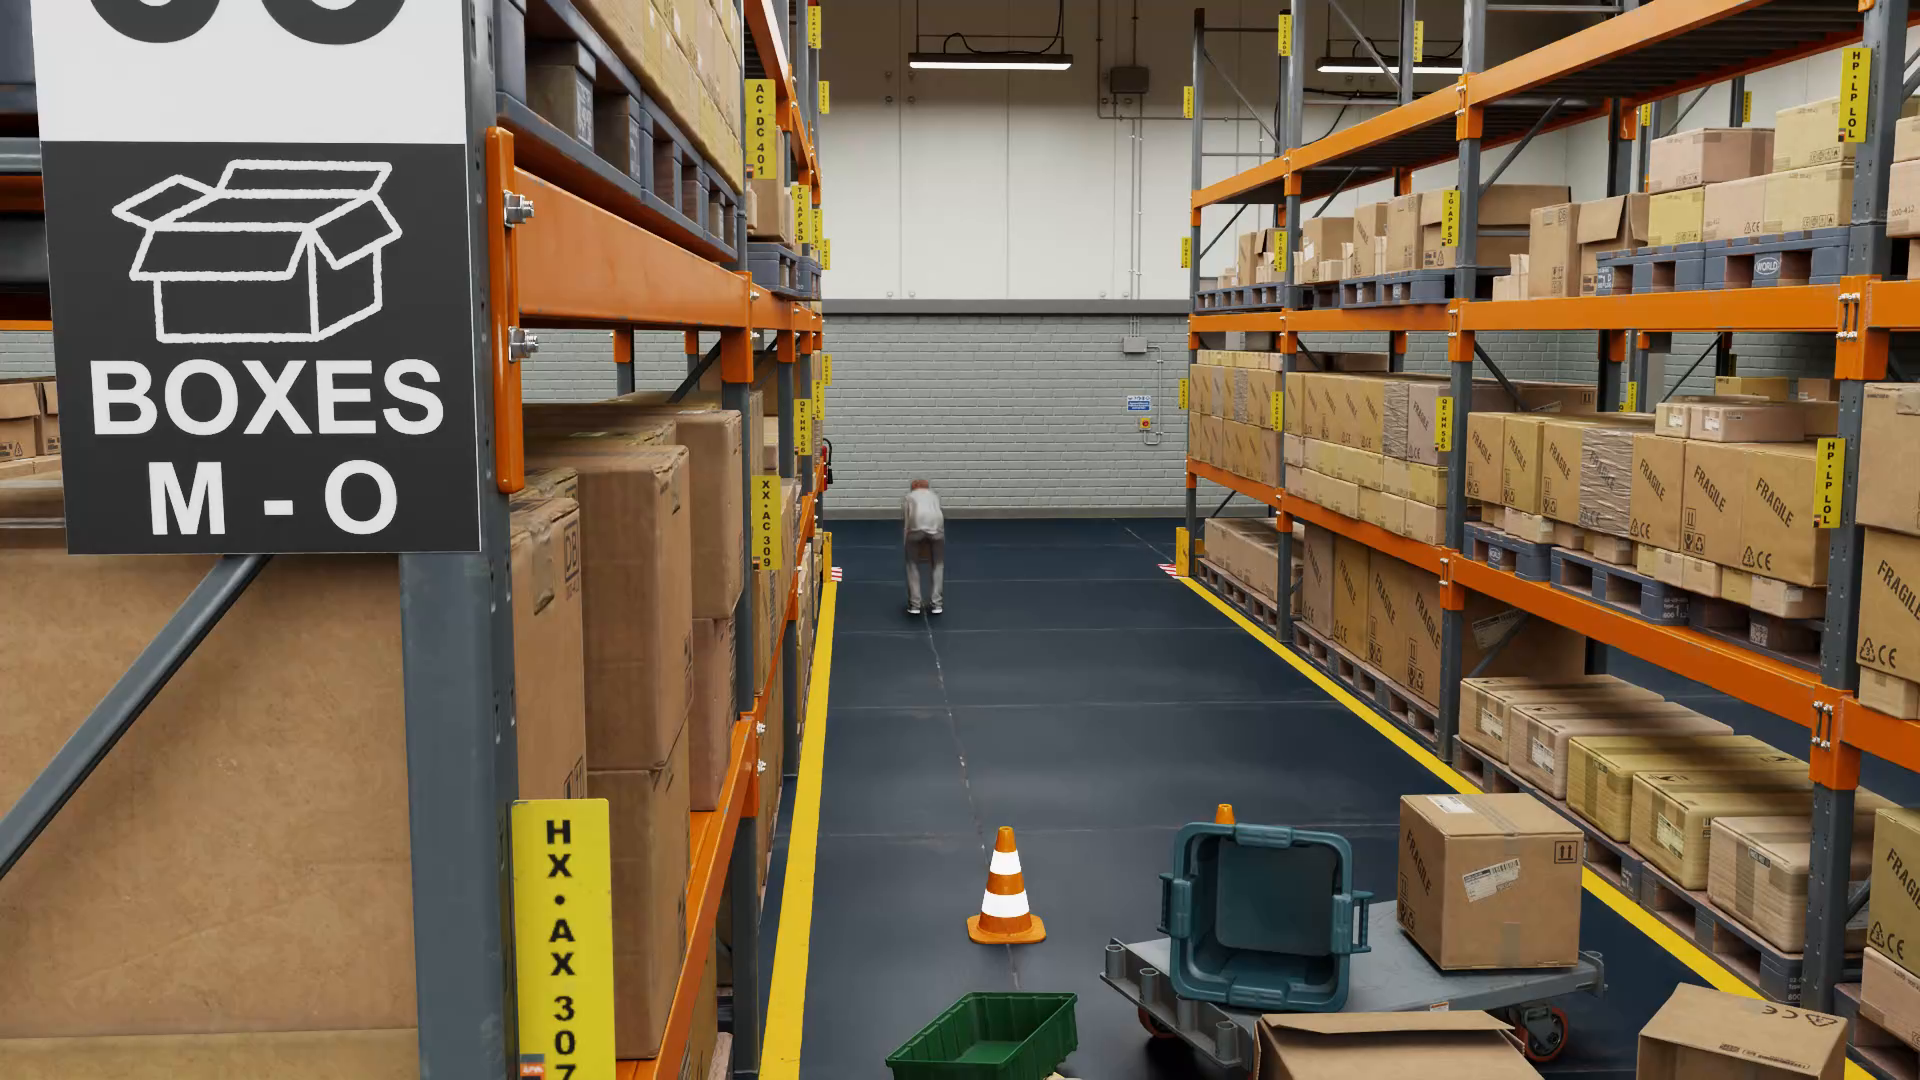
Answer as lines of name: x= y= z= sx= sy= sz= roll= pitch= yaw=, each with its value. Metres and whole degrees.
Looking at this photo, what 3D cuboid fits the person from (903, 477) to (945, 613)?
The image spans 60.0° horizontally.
person: x=-0.347 y=0.050 z=15.830 sx=0.380 sy=1.248 sz=0.810 roll=-1 pitch=7 yaw=-6
